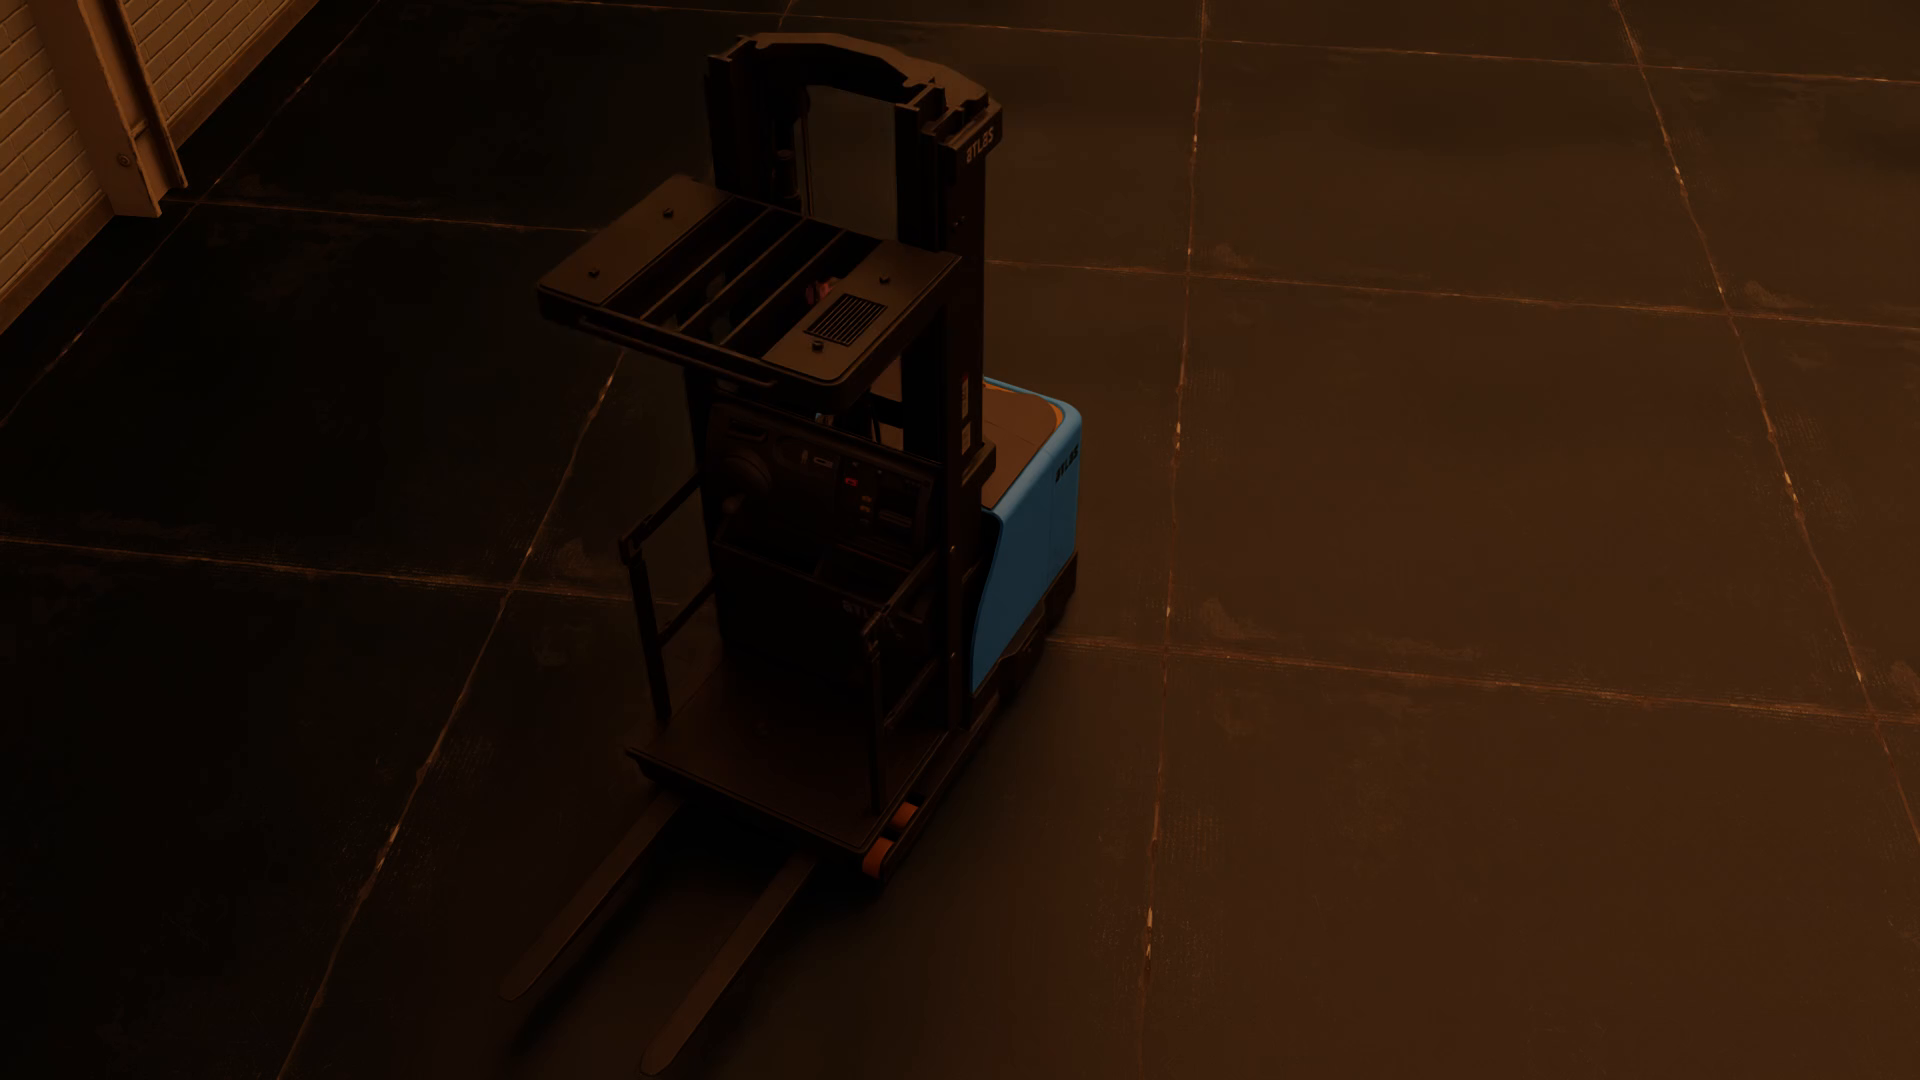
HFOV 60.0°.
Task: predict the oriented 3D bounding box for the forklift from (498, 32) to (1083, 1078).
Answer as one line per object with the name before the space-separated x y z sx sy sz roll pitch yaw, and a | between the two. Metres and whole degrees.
forklift | -0.614 -0.116 5.851 1.130 2.935 3.031 20 46 20

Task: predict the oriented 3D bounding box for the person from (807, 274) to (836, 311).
person | -0.525 -0.873 7.751 0.743 1.458 0.742 18 46 19
